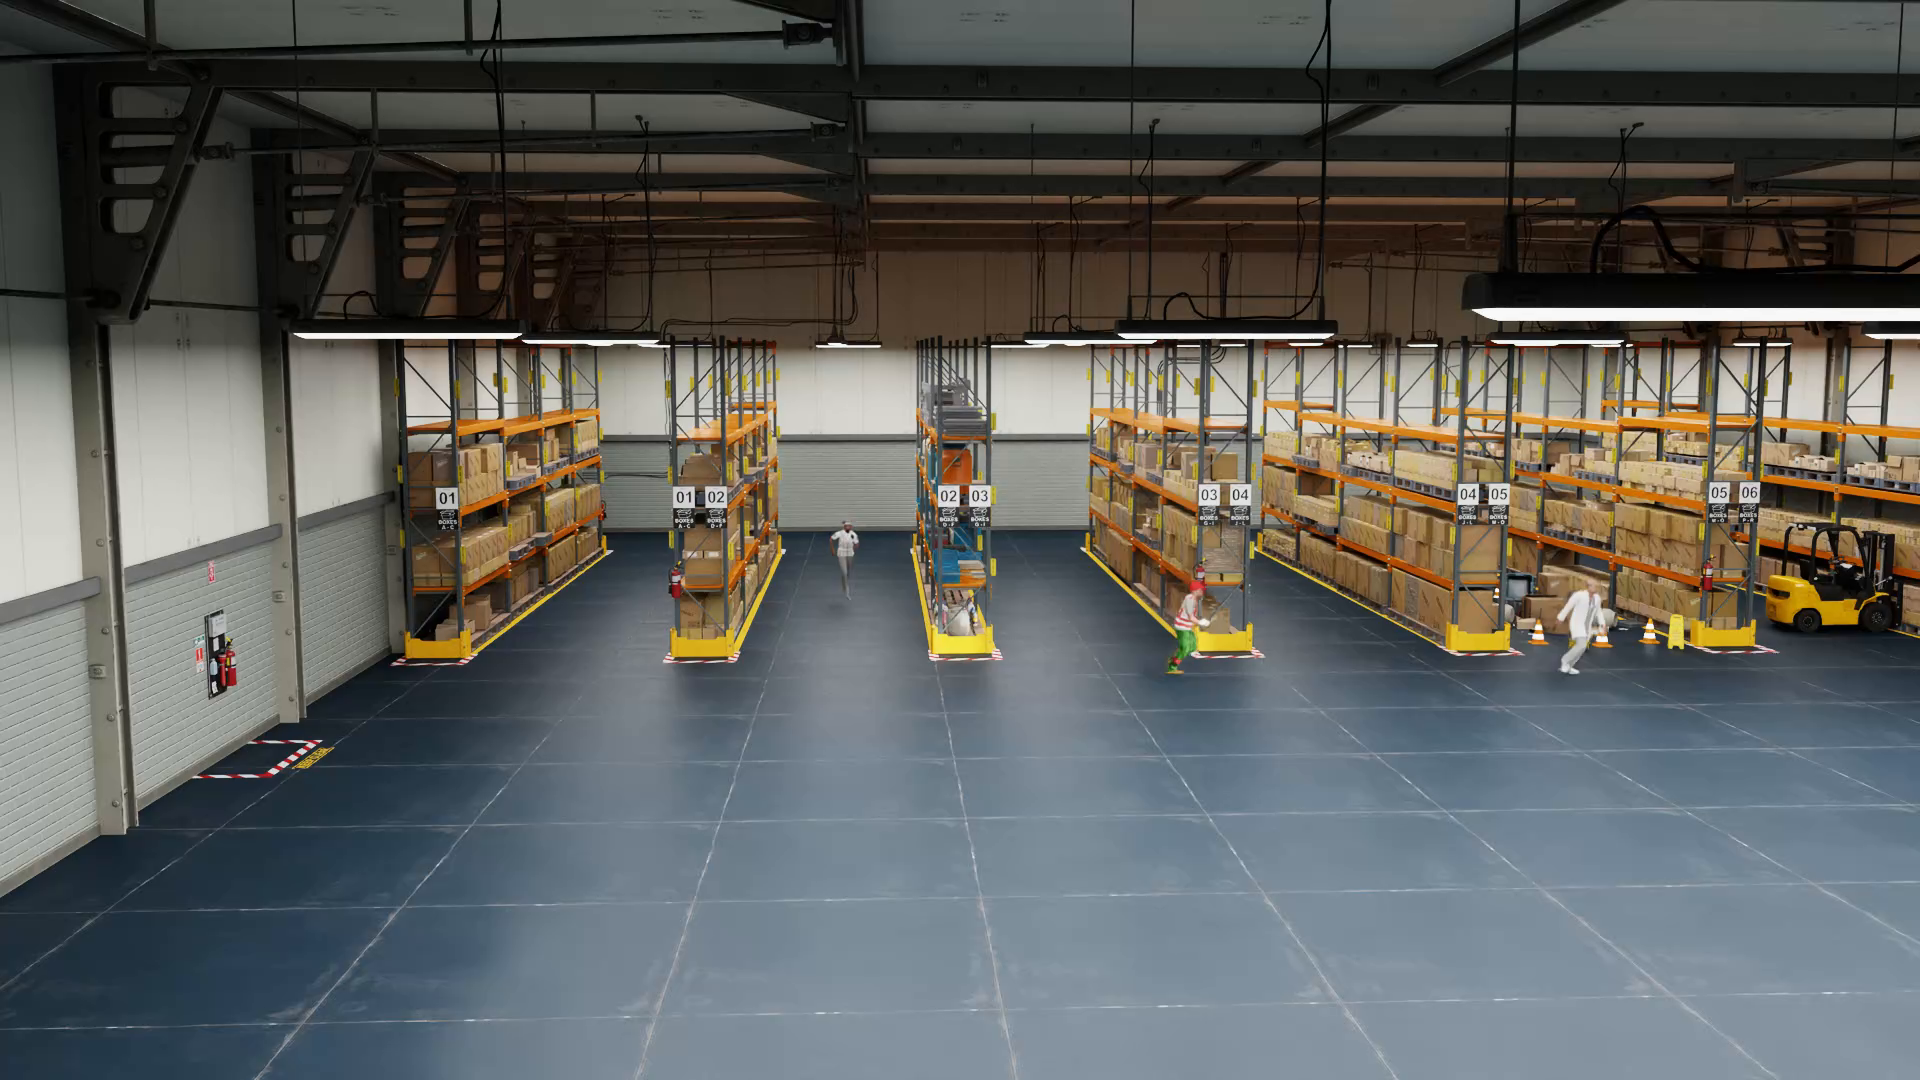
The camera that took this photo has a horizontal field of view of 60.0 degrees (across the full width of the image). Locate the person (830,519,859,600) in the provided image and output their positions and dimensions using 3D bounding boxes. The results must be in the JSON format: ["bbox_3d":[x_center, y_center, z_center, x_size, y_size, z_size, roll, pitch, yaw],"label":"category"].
[{"bbox_3d":[-2.557,0.410,36.980,0.618,1.778,0.797,-3,7,-21],"label":"person"}]

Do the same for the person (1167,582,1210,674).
[{"bbox_3d":[4.044,1.557,29.419,0.772,1.676,0.678,2,7,15],"label":"person"}]

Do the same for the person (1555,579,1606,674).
[{"bbox_3d":[10.989,1.531,29.367,0.686,1.722,0.732,-3,7,-26],"label":"person"}]
